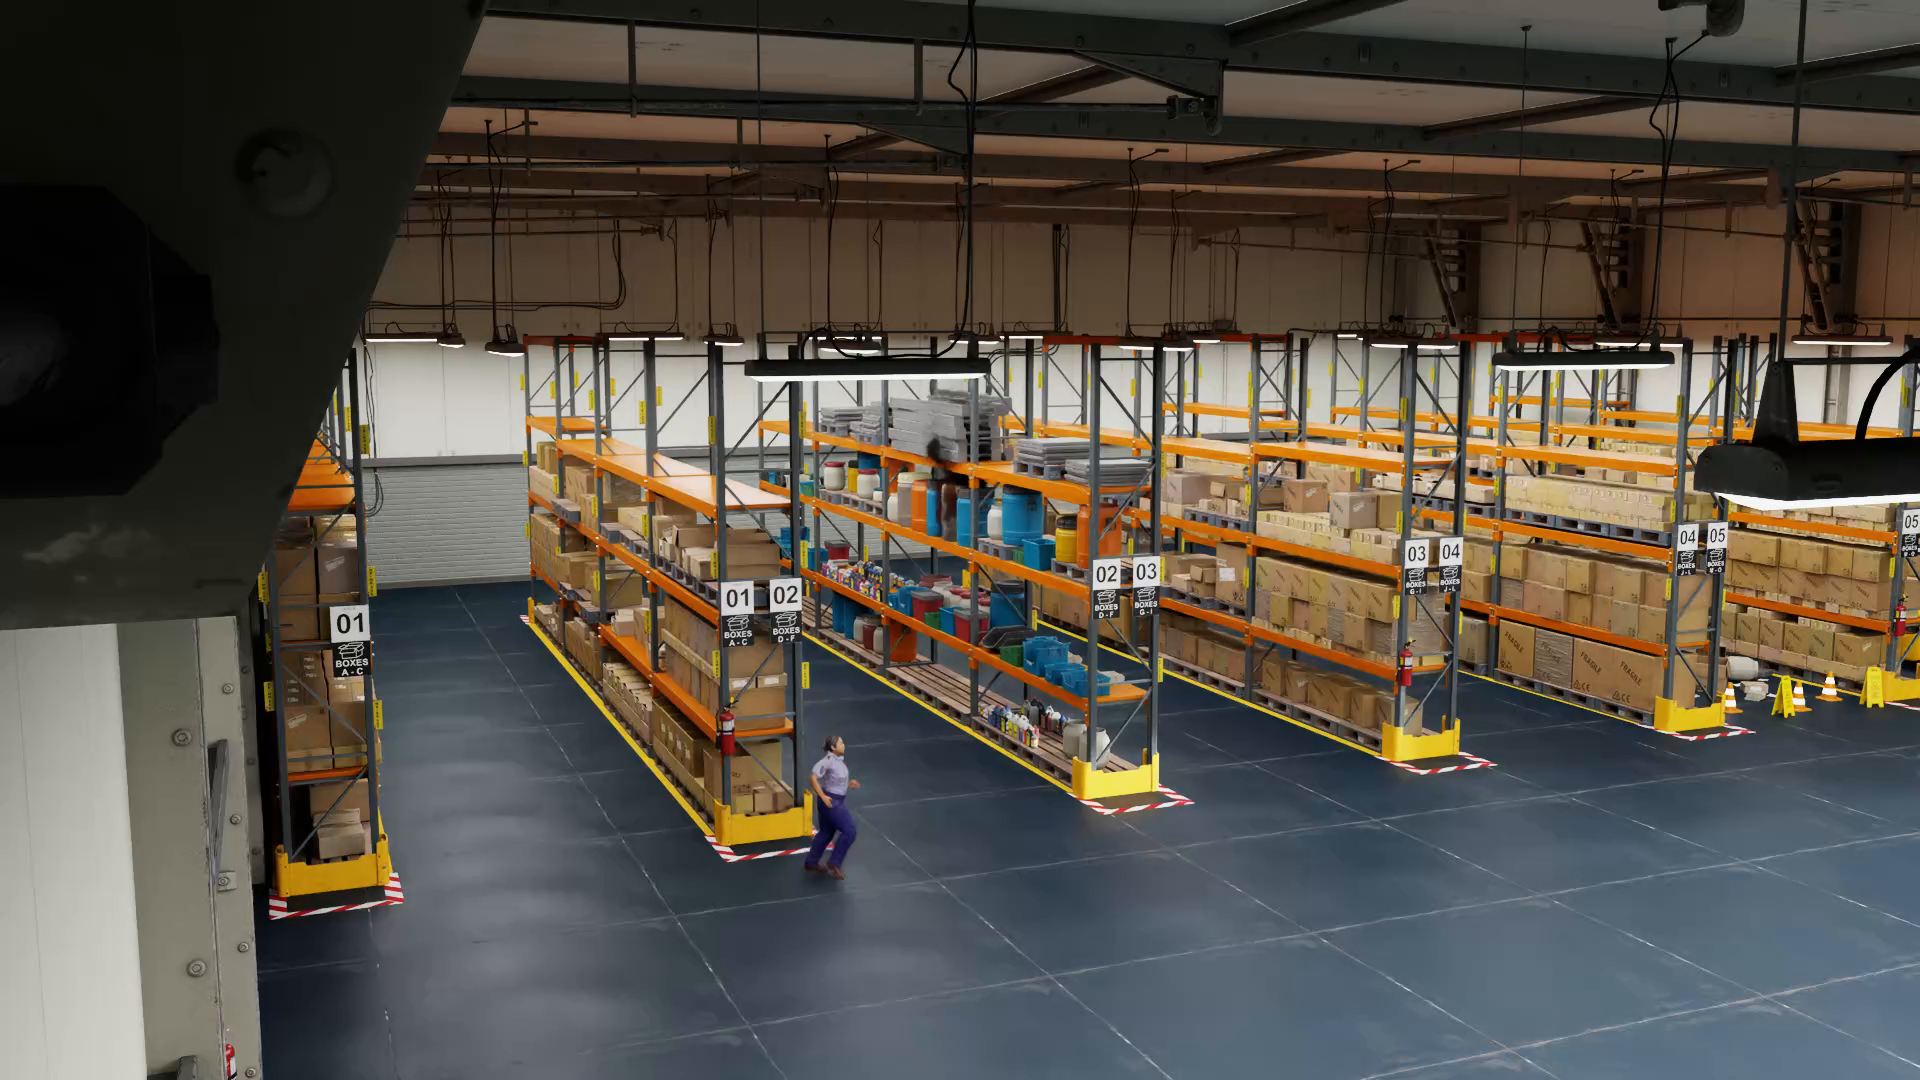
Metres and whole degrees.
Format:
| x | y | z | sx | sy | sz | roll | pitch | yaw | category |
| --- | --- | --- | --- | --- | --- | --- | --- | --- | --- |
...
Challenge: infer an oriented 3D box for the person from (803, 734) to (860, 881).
| x | y | z | sx | sy | sz | roll | pitch | yaw | category |
| --- | --- | --- | --- | --- | --- | --- | --- | --- | --- |
| -1.462 | 3.042 | 18.890 | 0.661 | 1.672 | 0.590 | 0 | 8 | -2 | person |
